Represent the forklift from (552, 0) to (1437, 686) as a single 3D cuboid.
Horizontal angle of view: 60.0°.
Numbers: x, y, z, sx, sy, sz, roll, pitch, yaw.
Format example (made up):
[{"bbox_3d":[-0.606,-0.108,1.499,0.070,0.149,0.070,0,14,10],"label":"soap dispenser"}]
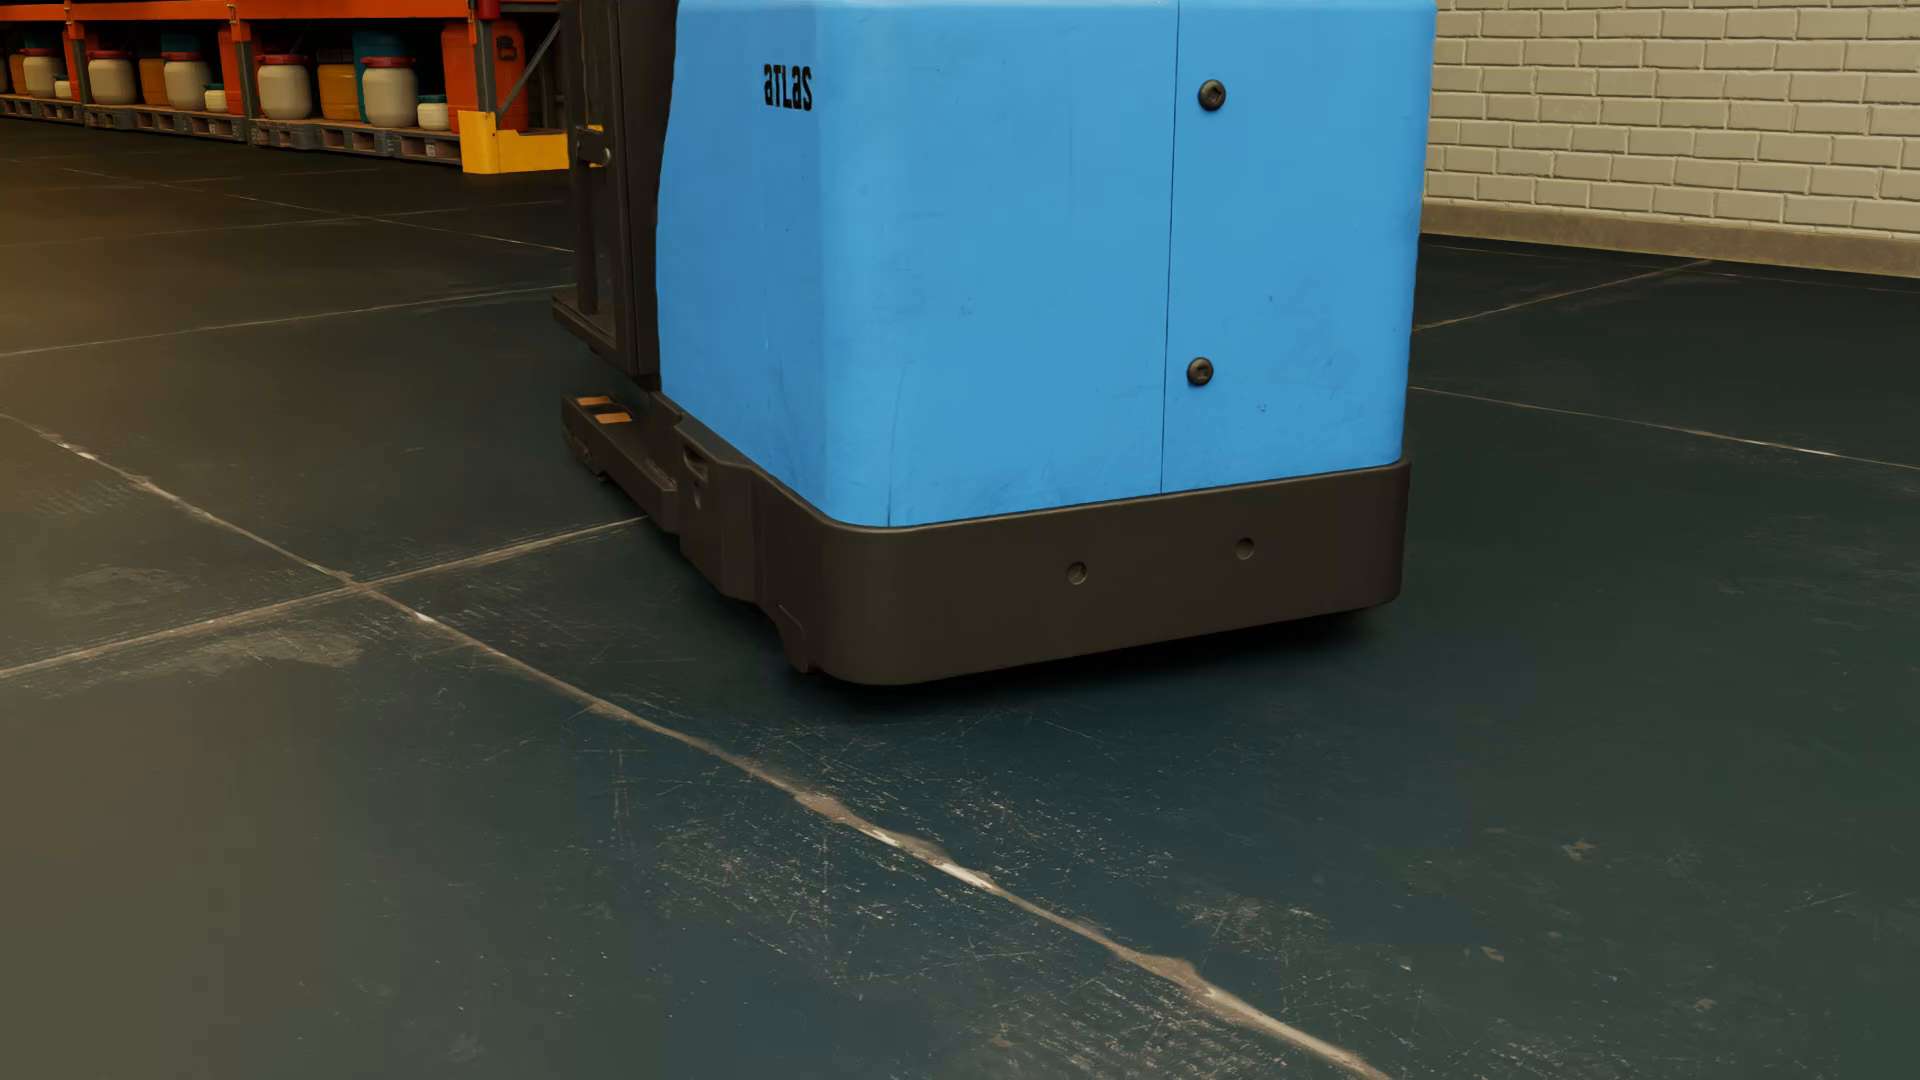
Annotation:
[{"bbox_3d":[-0.308,-1.576,3.531,1.130,2.935,3.031,-8,19,-23],"label":"forklift"}]
